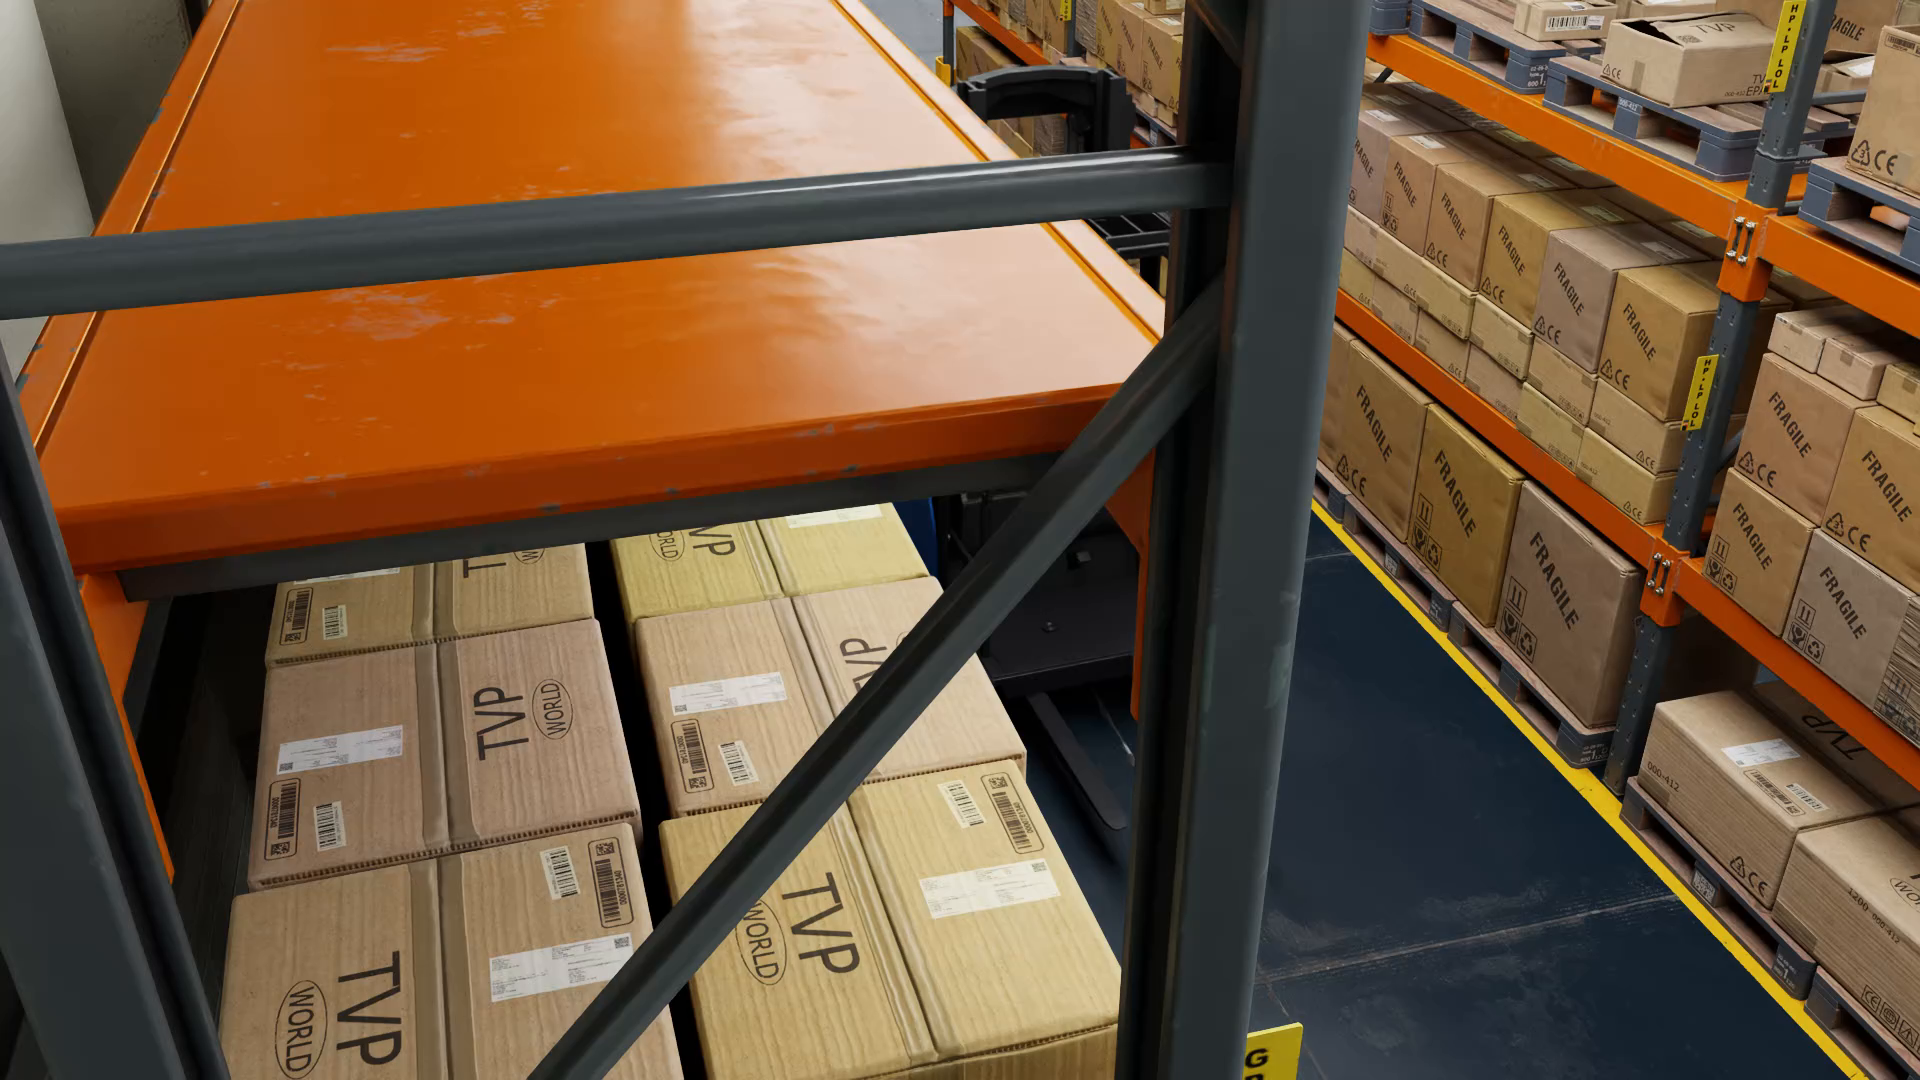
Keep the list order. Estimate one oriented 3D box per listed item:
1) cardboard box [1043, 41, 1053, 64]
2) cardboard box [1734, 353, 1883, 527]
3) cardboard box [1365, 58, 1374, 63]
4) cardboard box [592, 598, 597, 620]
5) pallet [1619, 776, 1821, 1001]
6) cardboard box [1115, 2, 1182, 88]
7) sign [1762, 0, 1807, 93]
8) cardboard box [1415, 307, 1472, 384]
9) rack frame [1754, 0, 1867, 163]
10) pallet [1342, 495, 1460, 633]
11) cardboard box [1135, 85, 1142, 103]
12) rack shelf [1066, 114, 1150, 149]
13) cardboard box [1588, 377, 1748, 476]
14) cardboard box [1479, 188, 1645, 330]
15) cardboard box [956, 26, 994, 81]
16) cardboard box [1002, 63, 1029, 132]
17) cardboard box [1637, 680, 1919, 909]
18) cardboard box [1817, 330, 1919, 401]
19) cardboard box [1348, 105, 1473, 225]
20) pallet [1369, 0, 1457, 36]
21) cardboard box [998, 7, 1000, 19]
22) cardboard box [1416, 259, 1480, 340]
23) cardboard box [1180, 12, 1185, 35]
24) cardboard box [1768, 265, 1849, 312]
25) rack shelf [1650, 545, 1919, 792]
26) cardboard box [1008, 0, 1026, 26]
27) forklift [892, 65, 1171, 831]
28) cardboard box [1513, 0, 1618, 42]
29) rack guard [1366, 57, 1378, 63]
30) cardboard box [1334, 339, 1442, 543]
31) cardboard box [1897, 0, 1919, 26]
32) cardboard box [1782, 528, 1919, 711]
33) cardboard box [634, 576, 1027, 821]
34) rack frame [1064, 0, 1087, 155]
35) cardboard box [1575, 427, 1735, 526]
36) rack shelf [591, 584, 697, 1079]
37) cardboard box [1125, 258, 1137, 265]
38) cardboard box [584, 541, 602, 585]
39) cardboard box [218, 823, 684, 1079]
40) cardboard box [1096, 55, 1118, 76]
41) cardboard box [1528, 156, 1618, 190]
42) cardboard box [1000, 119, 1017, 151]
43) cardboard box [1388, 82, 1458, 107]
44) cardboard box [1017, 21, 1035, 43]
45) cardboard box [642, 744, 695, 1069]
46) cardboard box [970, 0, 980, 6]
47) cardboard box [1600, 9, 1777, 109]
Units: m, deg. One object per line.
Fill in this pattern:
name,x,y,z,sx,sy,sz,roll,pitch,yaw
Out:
cardboard box,0.928,-4.191,14.246,0.380,0.149,0.250,-7,31,-12
cardboard box,3.396,-0.415,6.375,0.500,0.500,0.500,-8,31,-13
cardboard box,2.400,-2.986,11.098,0.500,0.500,0.500,-6,31,-11
cardboard box,-0.876,0.363,2.988,0.500,0.250,0.500,-9,31,-14
pallet,3.630,1.383,7.149,1.003,0.211,1.213,-8,31,-13
cardboard box,1.479,-3.672,12.283,0.500,0.500,0.500,-8,31,-14
sign,2.983,-1.783,6.011,0.100,0.325,0.005,-8,31,-13
cardboard box,2.750,-1.061,8.738,0.500,0.250,0.500,-8,31,-13
rack frame,3.503,-2.798,5.600,1.000,3.000,0.127,-8,31,-13
pallet,2.898,0.053,9.448,1.003,0.211,1.213,-8,31,-13
cardboard box,1.520,-3.331,12.342,0.380,0.149,0.250,-8,31,-13
rack shelf,1.911,-2.788,12.290,1.077,0.370,4.000,-8,31,-13
cardboard box,3.152,-0.533,7.328,0.500,0.250,0.500,-8,31,-13
cardboard box,2.882,-1.356,8.000,0.500,0.500,0.500,-7,31,-12
cardboard box,0.273,-4.875,16.756,0.500,0.500,0.500,-9,31,-15
cardboard box,0.691,-4.123,15.456,0.500,0.500,0.500,-6,31,-11
cardboard box,3.566,1.043,7.091,0.875,0.438,0.875,-8,31,-14
cardboard box,3.420,-0.649,6.132,0.380,0.149,0.250,-7,31,-13
cardboard box,2.478,-2.100,9.286,0.500,0.500,0.500,-8,31,-13
pallet,2.664,-3.046,9.212,1.213,0.211,1.003,-6,31,-11
cardboard box,0.575,-4.938,15.537,0.380,0.149,0.250,-9,31,-15
cardboard box,2.716,-1.268,8.597,0.500,0.250,0.500,-7,31,-12
cardboard box,1.735,-3.520,11.374,0.380,0.149,0.250,-9,31,-16
cardboard box,3.664,-0.928,7.261,0.500,0.500,0.500,-7,31,-13
rack shelf,4.034,1.076,5.615,1.077,0.370,4.000,-8,31,-13
cardboard box,0.737,-4.916,14.853,0.500,0.500,0.500,-7,31,-12
forklift,0.502,-0.601,7.862,1.130,2.935,3.031,-9,31,-16
cardboard box,2.857,-2.473,7.849,0.380,0.166,0.250,-5,30,-9
rack guard,5.057,-5.634,18.984,1.175,0.500,0.348,-8,31,-13
cardboard box,2.778,-0.619,9.527,0.875,0.875,0.875,-7,31,-13
cardboard box,7.078,-3.534,11.764,0.700,0.500,0.500,-8,31,-14
cardboard box,3.505,0.261,6.206,0.500,0.500,0.500,-8,31,-13
cardboard box,-0.212,0.318,2.565,0.500,0.250,0.500,-8,31,-14
rack frame,1.380,-4.065,13.779,1.000,3.000,0.127,-8,31,-13
cardboard box,3.141,-0.319,7.457,0.500,0.250,0.500,-9,31,-14
rack shelf,-0.751,0.440,3.720,1.077,0.370,4.000,-8,31,-13
cardboard box,1.716,-2.510,13.296,0.950,0.372,0.625,-6,31,-10
cardboard box,-0.998,-0.107,3.301,0.500,0.250,0.500,-8,31,-13
cardboard box,-0.607,0.637,2.015,0.500,0.250,0.500,-9,31,-15
cardboard box,1.280,-3.707,12.992,0.380,0.149,0.250,-7,31,-12
cardboard box,3.228,-1.661,8.528,0.500,0.500,0.500,-8,31,-14
cardboard box,0.682,-3.809,15.661,0.500,0.250,0.500,-7,31,-13
cardboard box,2.831,-2.394,9.794,0.500,0.500,0.500,-9,31,-15
cardboard box,0.728,-4.561,14.887,0.380,0.149,0.250,-8,31,-14
cardboard box,-0.229,0.537,2.686,0.500,0.250,0.500,-7,31,-12
cardboard box,0.305,-5.309,16.179,0.380,0.149,0.250,-7,31,-13
cardboard box,3.067,-2.040,6.956,0.500,0.311,0.500,-8,31,-13
